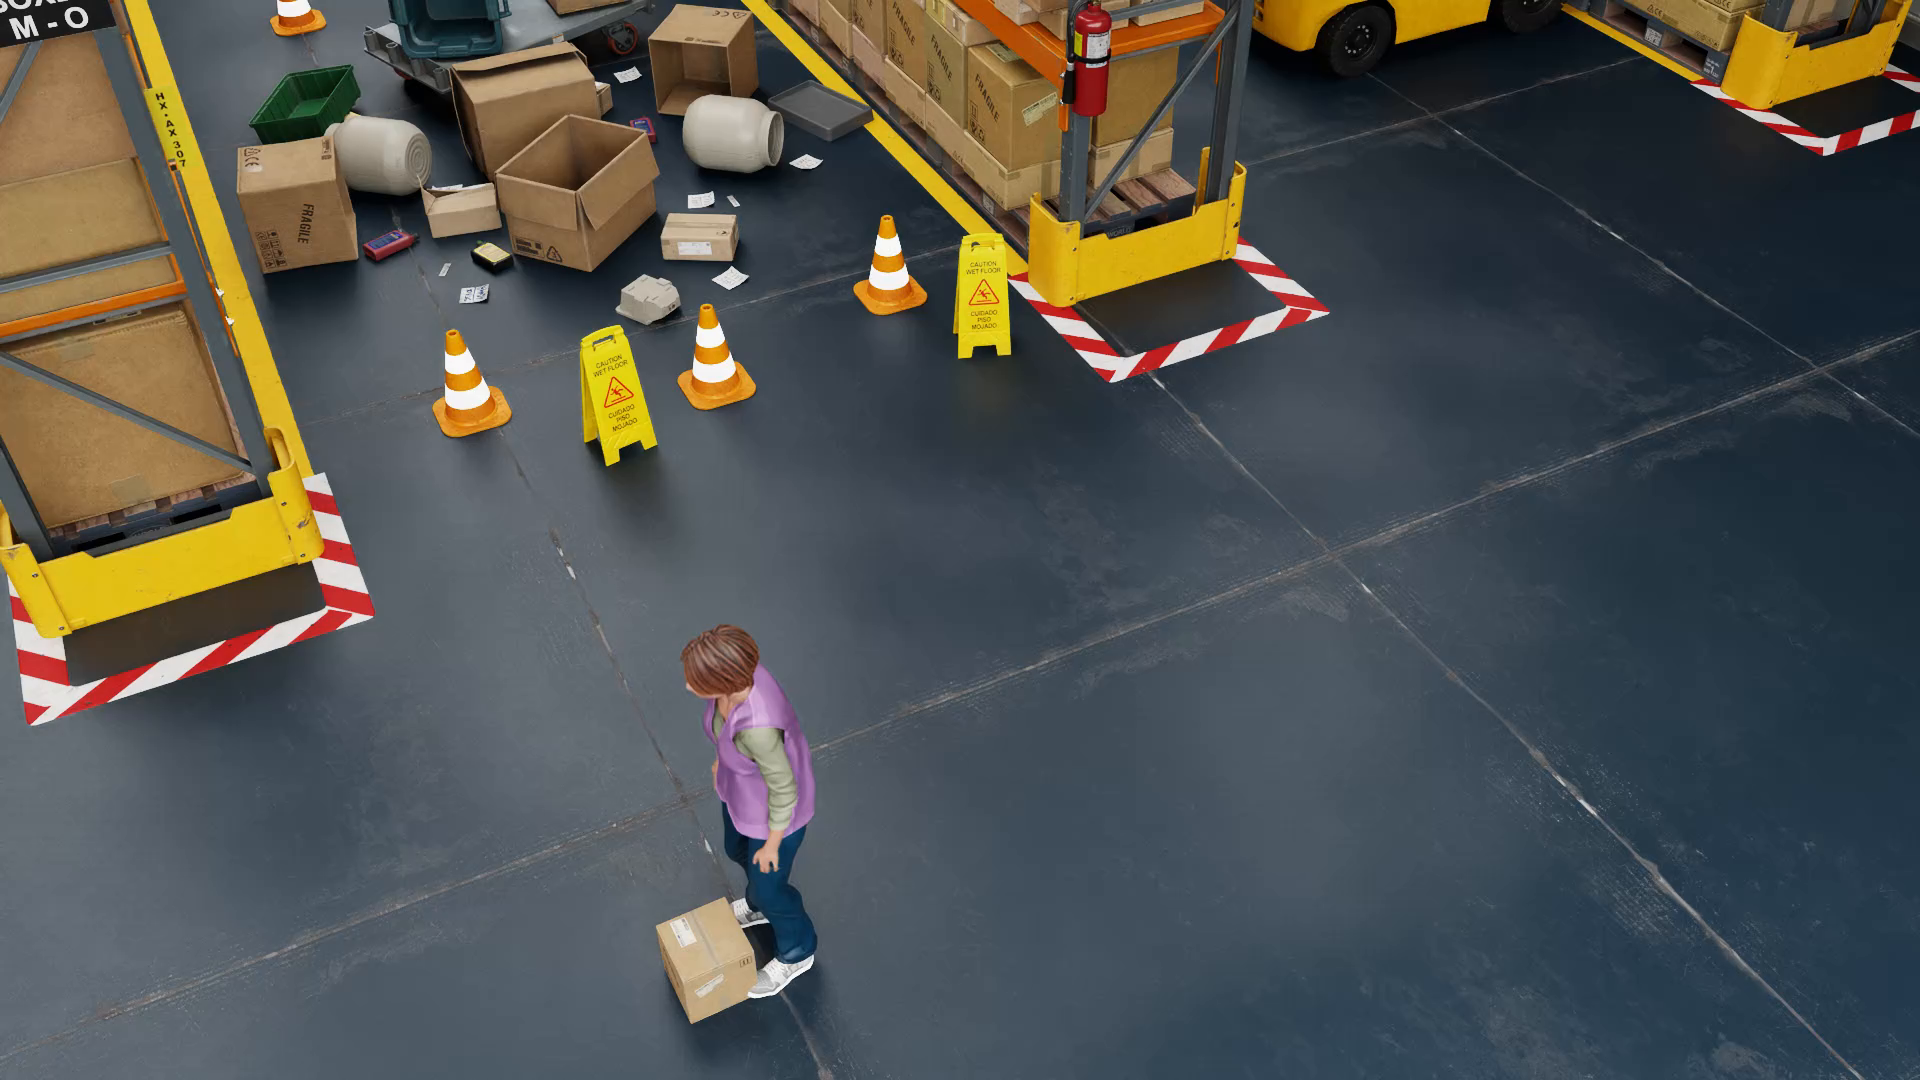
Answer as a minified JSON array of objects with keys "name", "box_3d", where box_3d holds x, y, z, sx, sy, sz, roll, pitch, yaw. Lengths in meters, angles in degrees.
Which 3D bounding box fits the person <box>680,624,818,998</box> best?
[{"name":"person","box_3d":[-0.639,0.835,5.242,0.343,1.582,0.462,-19,45,-20]}]
